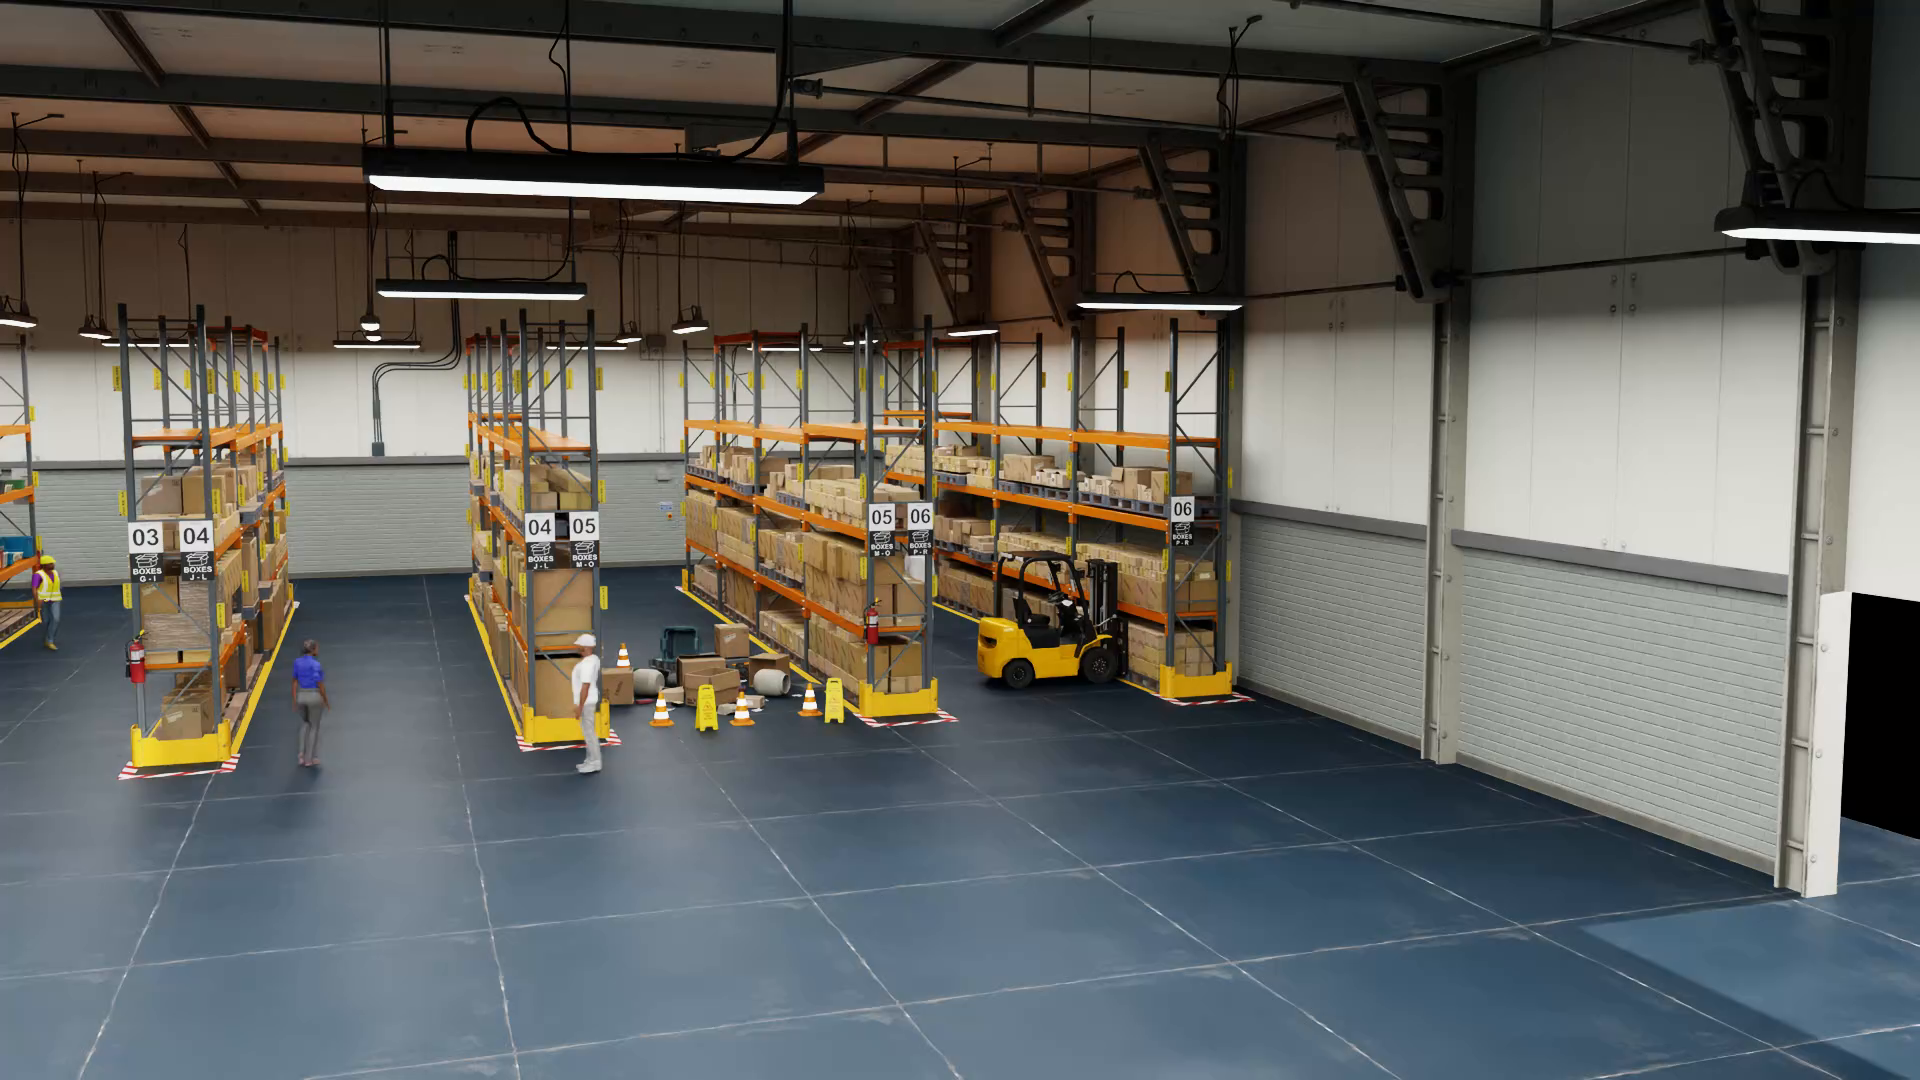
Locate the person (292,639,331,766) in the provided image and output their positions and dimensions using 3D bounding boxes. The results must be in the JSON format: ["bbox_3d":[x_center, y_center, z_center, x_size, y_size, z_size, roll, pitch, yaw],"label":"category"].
[{"bbox_3d":[-8.486,2.134,21.727,0.471,1.709,0.459,1,6,11],"label":"person"}]

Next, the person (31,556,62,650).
[{"bbox_3d":[-17.178,1.174,31.293,0.523,1.766,0.772,-4,7,-37],"label":"person"}]

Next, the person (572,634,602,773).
[{"bbox_3d":[-4.801,2.098,21.386,0.360,1.782,0.630,-1,5,-8],"label":"person"}]

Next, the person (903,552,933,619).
[{"bbox_3d":[-0.876,0.803,33.530,0.563,1.705,0.658,-3,6,-31],"label":"person"}]
